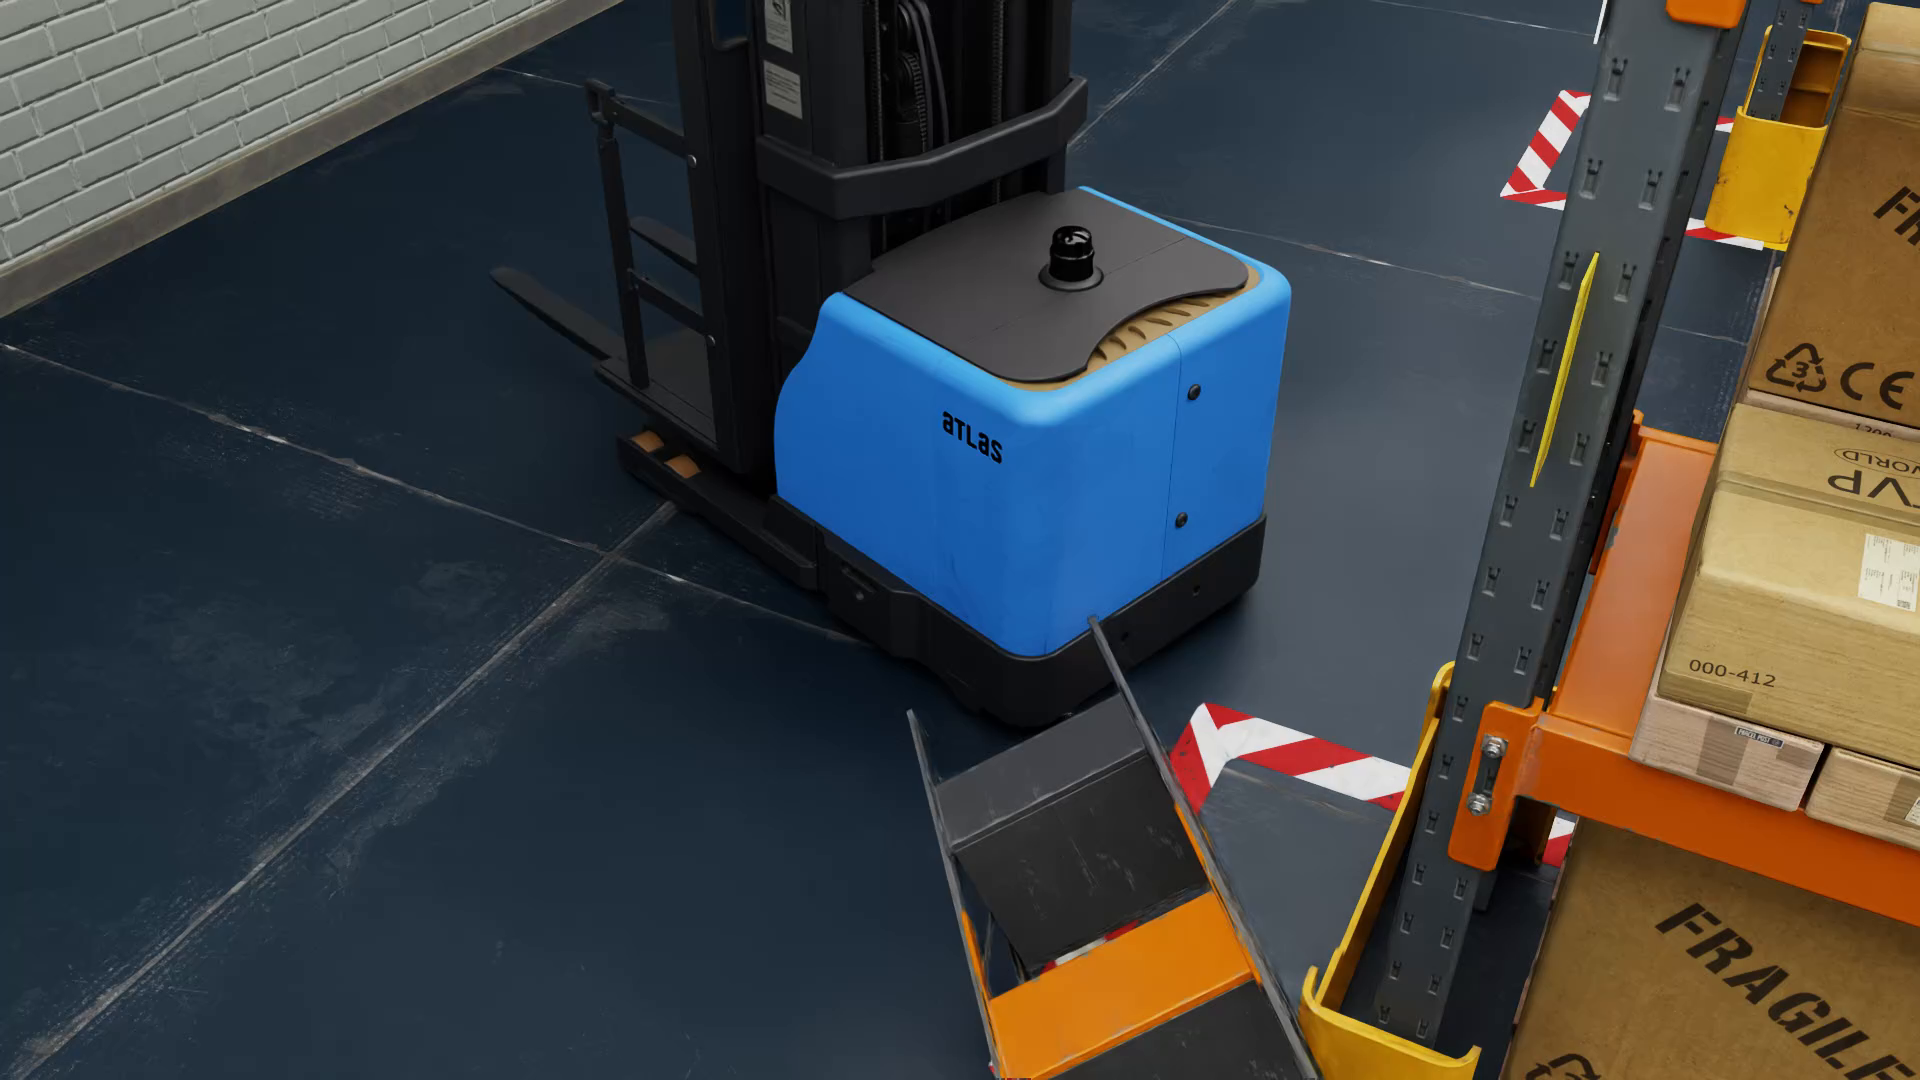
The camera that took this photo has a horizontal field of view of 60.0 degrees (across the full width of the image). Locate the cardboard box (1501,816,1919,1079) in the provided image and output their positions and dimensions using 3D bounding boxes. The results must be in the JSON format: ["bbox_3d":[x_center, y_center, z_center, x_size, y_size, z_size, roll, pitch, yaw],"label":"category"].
[{"bbox_3d":[1.697,0.665,3.303,0.875,0.875,0.875,17,41,21],"label":"cardboard box"}]

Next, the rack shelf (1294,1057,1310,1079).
[{"bbox_3d":[0.453,1.197,2.506,0.480,0.431,0.518,-27,27,4],"label":"rack shelf"}]

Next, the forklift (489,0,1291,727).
[{"bbox_3d":[-0.478,-1.463,4.753,1.130,2.935,3.031,-30,46,-33],"label":"forklift"}]

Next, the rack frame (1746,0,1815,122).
[{"bbox_3d":[3.462,-2.784,6.437,0.127,3.000,1.000,17,41,21],"label":"rack frame"}]

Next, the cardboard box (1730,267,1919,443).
[{"bbox_3d":[1.644,-0.216,2.931,0.500,0.250,0.500,17,40,21],"label":"cardboard box"}]

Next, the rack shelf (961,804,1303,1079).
[{"bbox_3d":[0.343,0.896,3.129,0.480,0.431,0.518,-27,27,4],"label":"rack shelf"}]

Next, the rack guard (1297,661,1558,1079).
[{"bbox_3d":[1.070,0.840,3.730,0.348,0.500,1.175,17,41,21],"label":"rack guard"}]

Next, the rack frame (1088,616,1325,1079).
[{"bbox_3d":[0.562,0.790,3.100,0.015,0.400,2.100,-27,27,4],"label":"rack frame"}]

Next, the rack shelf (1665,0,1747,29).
[{"bbox_3d":[2.868,-0.501,1.544,4.000,0.370,1.077,17,41,21],"label":"rack shelf"}]

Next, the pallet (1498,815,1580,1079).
[{"bbox_3d":[1.838,1.142,3.571,1.213,0.211,1.003,17,41,21],"label":"pallet"}]

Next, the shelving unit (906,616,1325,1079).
[{"bbox_3d":[0.346,0.902,3.117,0.503,0.431,2.100,-27,27,4],"label":"shelving unit"}]

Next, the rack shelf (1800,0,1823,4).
[{"bbox_3d":[5.238,-1.941,5.922,4.000,0.370,1.077,17,41,21],"label":"rack shelf"}]

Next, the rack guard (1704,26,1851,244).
[{"bbox_3d":[3.530,-1.767,7.165,0.348,0.500,1.175,17,41,21],"label":"rack guard"}]

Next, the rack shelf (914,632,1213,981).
[{"bbox_3d":[0.234,0.595,3.751,0.480,0.431,0.518,-27,27,4],"label":"rack shelf"}]

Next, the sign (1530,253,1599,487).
[{"bbox_3d":[0.831,-0.229,2.290,0.005,0.325,0.100,17,41,21],"label":"sign"}]

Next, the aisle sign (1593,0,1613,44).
[{"bbox_3d":[0.890,-1.044,1.994,0.004,0.787,0.394,17,41,21],"label":"aisle sign"}]

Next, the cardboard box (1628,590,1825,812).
[{"bbox_3d":[1.255,0.227,2.678,0.250,0.149,0.380,18,41,22],"label":"cardboard box"}]

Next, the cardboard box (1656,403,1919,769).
[{"bbox_3d":[1.394,0.070,2.554,0.500,0.250,0.500,16,40,20],"label":"cardboard box"}]

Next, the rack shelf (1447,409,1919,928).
[{"bbox_3d":[2.868,0.693,2.451,4.000,0.370,1.077,17,41,21],"label":"rack shelf"}]

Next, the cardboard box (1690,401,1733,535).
[{"bbox_3d":[1.559,-0.127,3.144,0.250,0.149,0.380,18,41,22],"label":"cardboard box"}]

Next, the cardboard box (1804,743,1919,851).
[{"bbox_3d":[1.484,0.297,2.585,0.250,0.149,0.380,17,40,21],"label":"cardboard box"}]

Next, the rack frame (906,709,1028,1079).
[{"bbox_3d":[0.129,1.014,3.133,0.015,0.400,2.100,-27,27,4],"label":"rack frame"}]

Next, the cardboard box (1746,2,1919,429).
[{"bbox_3d":[1.645,-0.512,2.702,0.500,0.500,0.500,18,41,22],"label":"cardboard box"}]

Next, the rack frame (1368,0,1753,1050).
[{"bbox_3d":[1.092,-0.149,2.966,0.127,3.000,1.000,17,41,21],"label":"rack frame"}]
